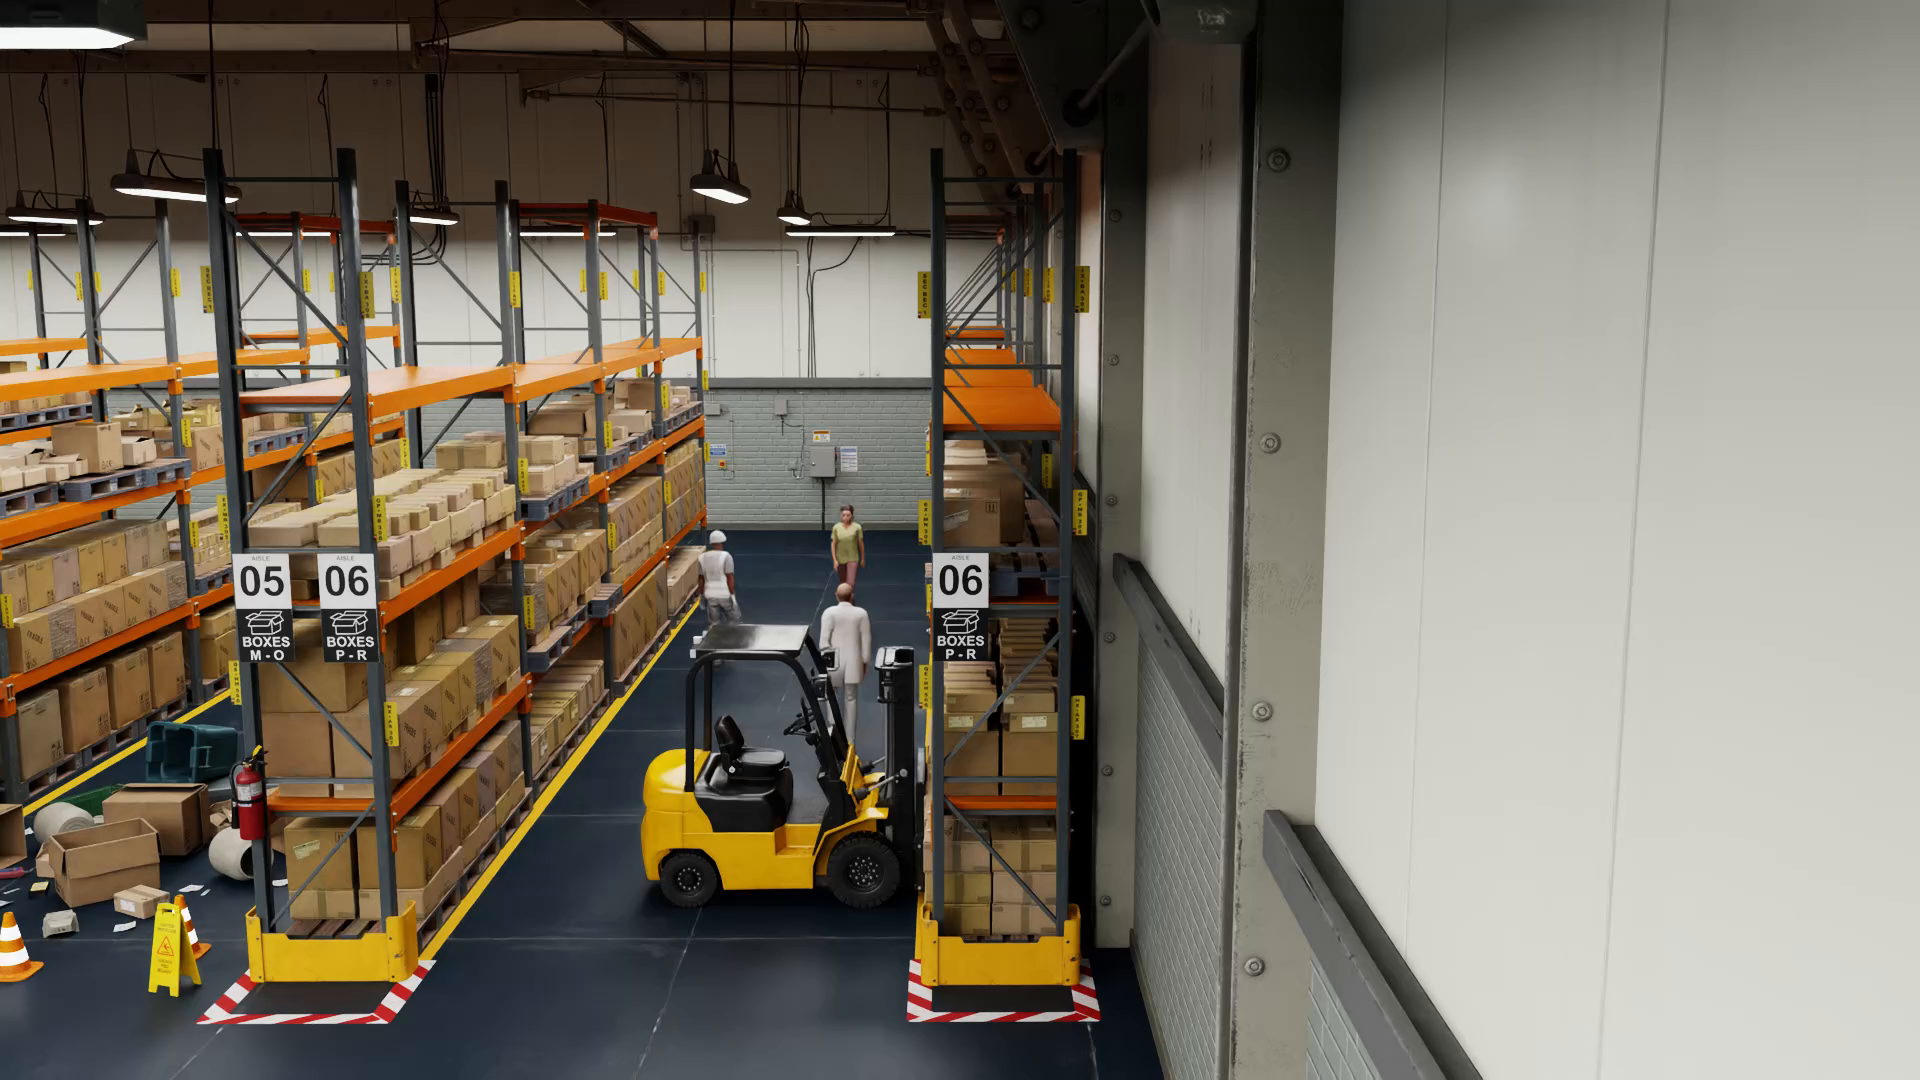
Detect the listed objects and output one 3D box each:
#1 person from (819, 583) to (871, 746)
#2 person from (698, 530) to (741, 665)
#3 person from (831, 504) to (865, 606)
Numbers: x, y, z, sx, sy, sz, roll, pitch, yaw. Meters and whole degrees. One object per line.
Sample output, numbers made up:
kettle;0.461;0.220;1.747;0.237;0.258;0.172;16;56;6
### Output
person;-1.271;1.391;18.321;0.626;1.813;0.594;-2;9;-14
person;-3.207;0.767;22.072;0.594;1.773;0.541;1;9;9
person;-1.618;0.312;23.491;0.454;1.625;1.015;1;9;8
